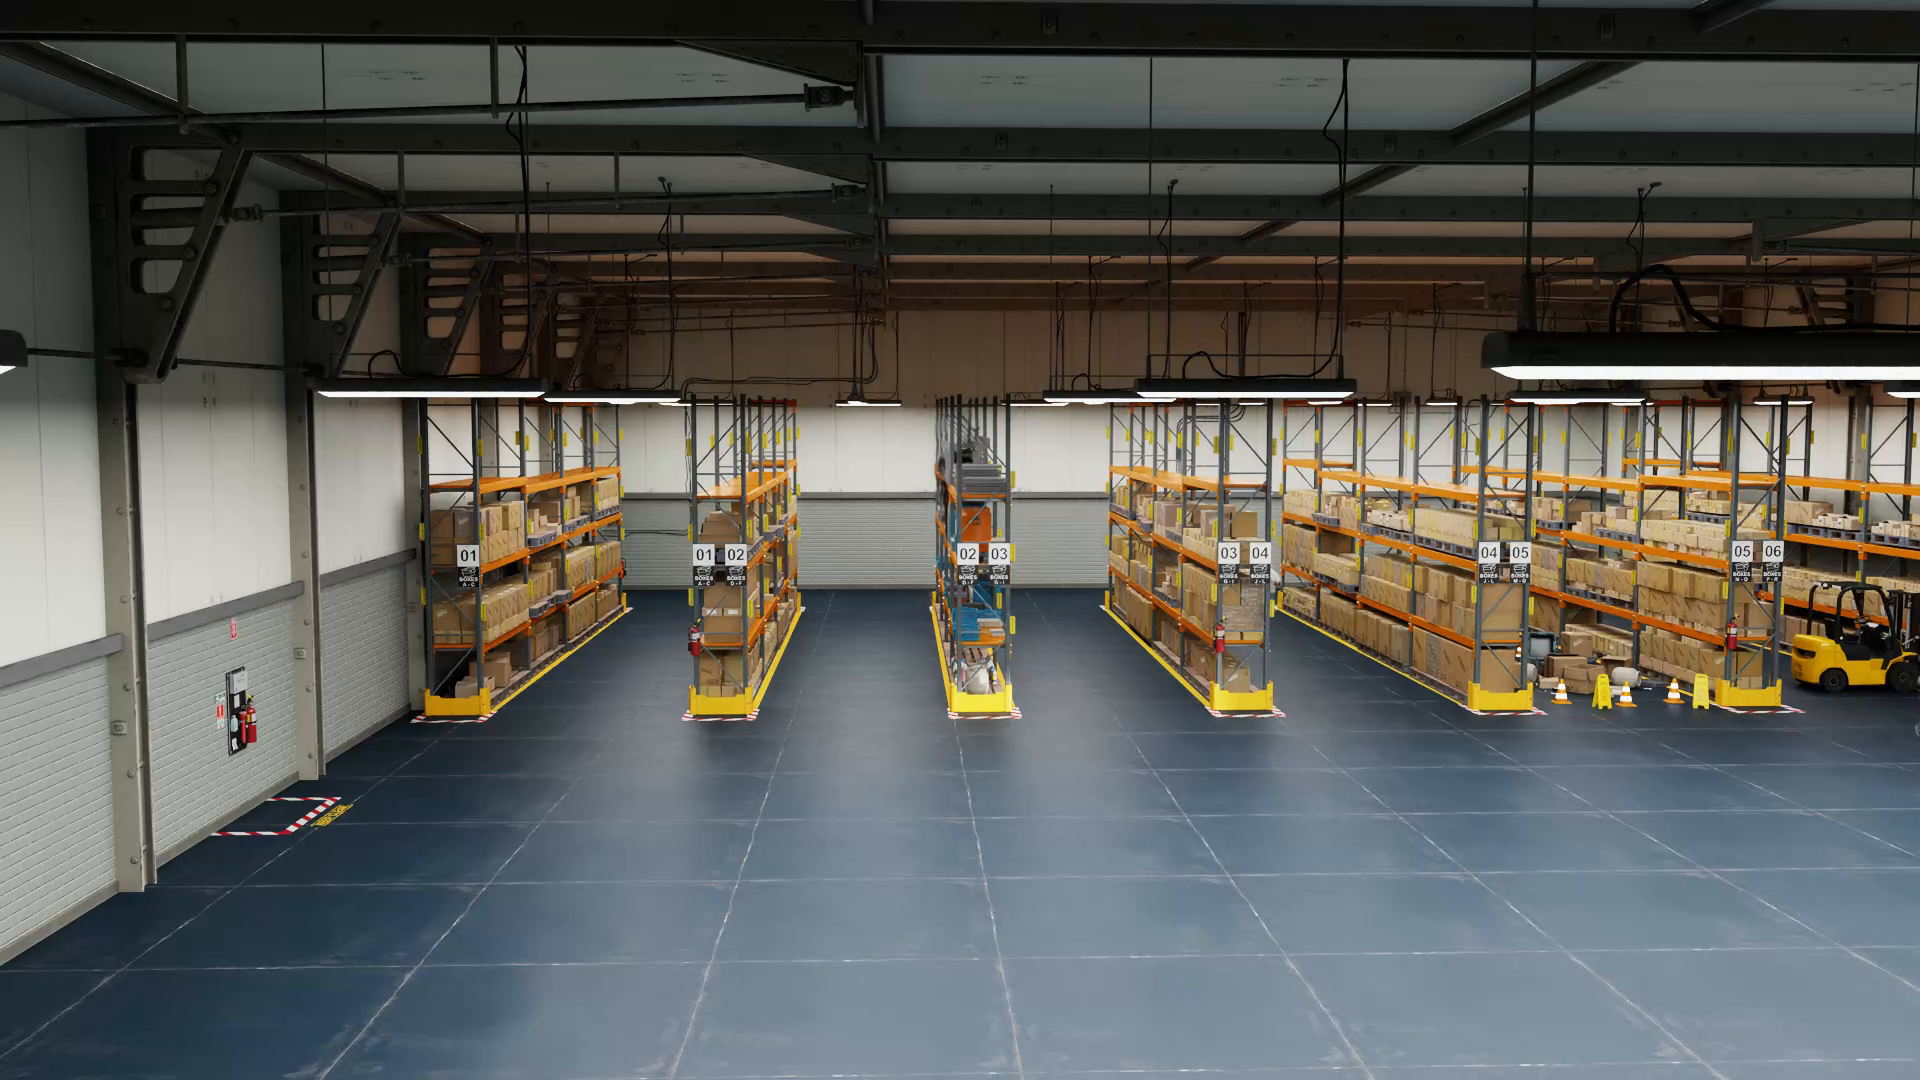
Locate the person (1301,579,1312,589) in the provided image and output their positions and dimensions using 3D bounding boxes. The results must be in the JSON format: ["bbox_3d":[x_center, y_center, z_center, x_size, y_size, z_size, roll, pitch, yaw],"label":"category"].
[{"bbox_3d":[10.309,1.086,49.096,0.541,1.548,0.792,2,5,25],"label":"person"}]

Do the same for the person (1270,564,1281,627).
[{"bbox_3d":[8.098,1.394,43.838,0.713,1.747,0.933,0,4,-2],"label":"person"}]
